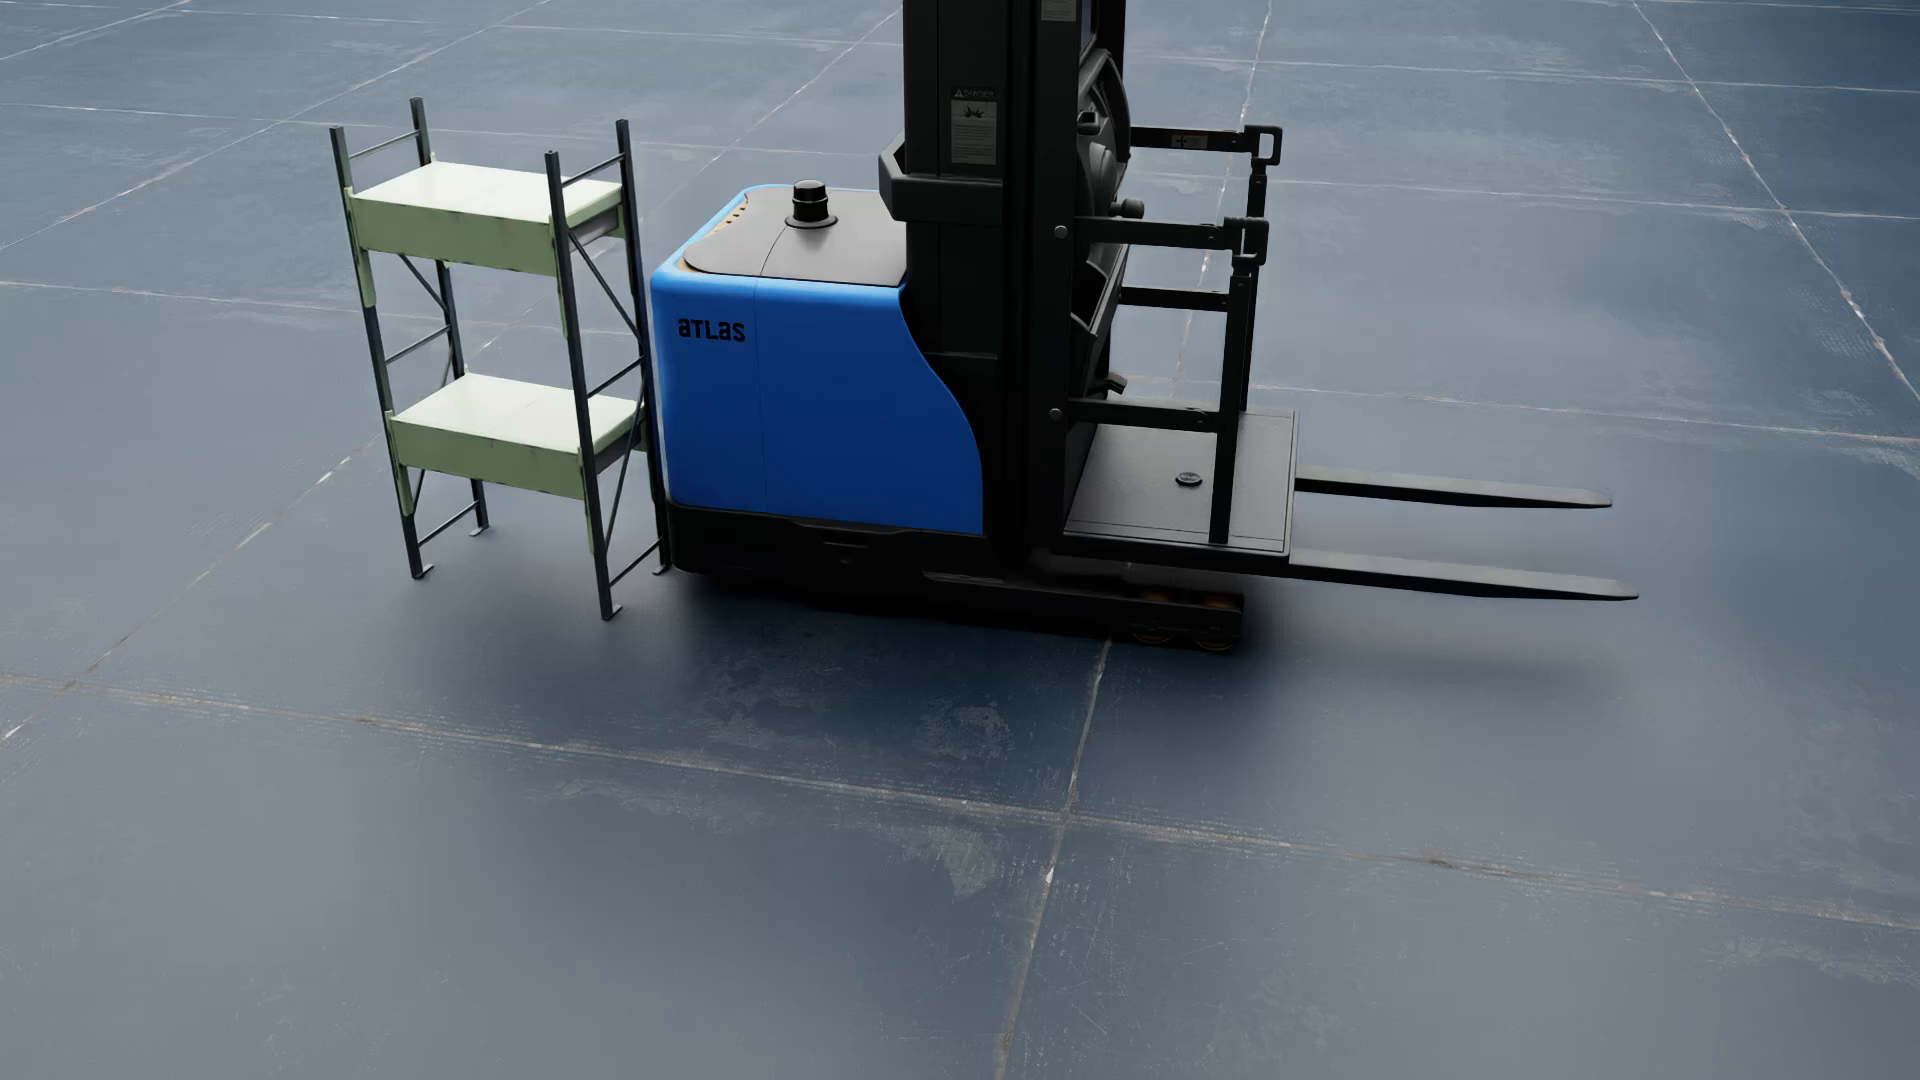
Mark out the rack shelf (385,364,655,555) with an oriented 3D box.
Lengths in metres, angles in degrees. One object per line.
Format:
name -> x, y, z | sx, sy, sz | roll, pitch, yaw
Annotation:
rack shelf -> -1.397, -0.270, 5.358 | 0.720, 0.370, 0.431 | 11, 30, 19

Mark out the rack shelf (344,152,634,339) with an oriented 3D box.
rack shelf -> -1.398, -0.898, 5.015 | 0.720, 0.370, 0.431 | 11, 30, 19

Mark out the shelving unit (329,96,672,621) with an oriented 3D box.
shelving unit -> -1.397, -0.556, 5.202 | 0.755, 1.500, 0.431 | 11, 30, 19

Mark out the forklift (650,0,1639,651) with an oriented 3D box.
forklift -> 0.617, -1.224, 4.933 | 3.031, 2.935, 1.130 | 6, 29, 10

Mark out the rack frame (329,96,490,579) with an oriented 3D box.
rack frame -> -1.738, -0.620, 5.320 | 0.023, 1.500, 0.400 | 11, 30, 19

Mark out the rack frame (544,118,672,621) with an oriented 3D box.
rack frame -> -1.057, -0.492, 5.084 | 0.023, 1.500, 0.400 | 11, 30, 19
